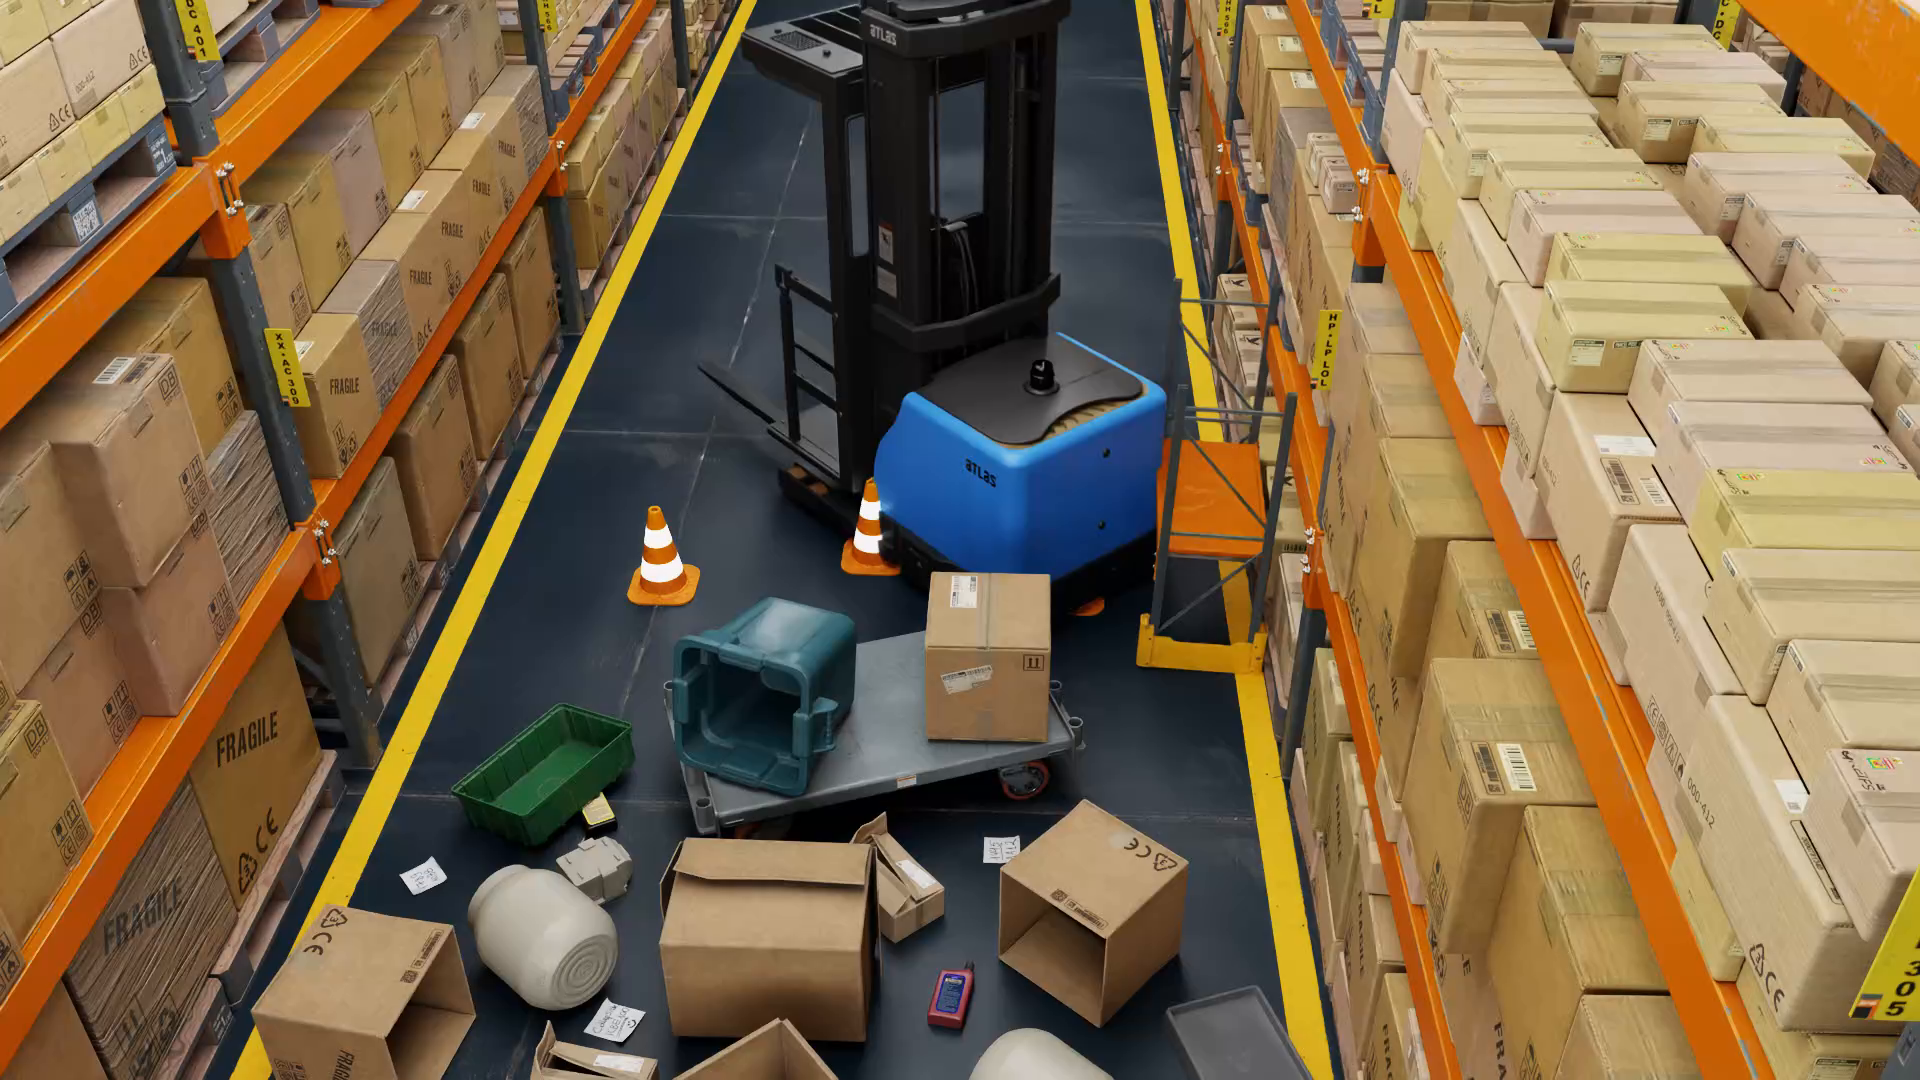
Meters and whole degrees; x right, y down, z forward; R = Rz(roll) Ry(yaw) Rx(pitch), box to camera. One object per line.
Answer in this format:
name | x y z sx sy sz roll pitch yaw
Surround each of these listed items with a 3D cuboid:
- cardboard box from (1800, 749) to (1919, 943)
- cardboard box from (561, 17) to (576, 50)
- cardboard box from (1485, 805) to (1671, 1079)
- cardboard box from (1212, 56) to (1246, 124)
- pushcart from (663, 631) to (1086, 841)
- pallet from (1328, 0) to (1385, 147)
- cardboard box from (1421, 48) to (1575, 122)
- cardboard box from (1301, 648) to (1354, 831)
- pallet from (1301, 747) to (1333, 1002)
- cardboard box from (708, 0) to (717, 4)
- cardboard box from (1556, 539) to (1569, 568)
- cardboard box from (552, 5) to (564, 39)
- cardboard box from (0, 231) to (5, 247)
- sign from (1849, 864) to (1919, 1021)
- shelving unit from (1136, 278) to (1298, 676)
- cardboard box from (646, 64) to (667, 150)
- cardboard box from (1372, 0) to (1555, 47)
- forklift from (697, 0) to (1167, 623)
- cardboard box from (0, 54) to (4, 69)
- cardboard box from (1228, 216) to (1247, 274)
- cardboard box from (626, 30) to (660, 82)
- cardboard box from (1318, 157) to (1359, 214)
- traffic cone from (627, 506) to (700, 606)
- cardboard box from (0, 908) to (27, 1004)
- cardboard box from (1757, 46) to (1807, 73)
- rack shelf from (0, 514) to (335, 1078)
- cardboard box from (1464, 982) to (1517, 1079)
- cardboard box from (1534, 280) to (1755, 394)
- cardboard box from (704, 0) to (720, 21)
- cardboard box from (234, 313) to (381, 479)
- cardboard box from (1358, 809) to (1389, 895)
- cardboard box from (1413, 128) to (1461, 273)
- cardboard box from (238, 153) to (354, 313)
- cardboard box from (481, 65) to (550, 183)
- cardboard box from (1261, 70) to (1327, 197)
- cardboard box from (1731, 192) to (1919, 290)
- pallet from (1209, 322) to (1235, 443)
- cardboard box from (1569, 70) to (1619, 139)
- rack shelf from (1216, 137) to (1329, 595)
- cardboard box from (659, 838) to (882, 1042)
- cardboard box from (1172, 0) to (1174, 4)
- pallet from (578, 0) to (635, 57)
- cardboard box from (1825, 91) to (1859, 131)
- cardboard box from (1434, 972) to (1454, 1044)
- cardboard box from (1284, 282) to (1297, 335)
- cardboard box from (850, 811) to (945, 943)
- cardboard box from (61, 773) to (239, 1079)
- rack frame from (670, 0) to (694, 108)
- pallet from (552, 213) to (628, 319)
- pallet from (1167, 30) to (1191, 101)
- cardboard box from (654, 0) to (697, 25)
cardboard box | 1.457 0.440 2.377 0.380 0.149 0.250 2 35 2
cardboard box | -2.649 -3.191 10.481 0.380 0.149 0.250 3 35 4
cardboard box | 1.569 0.931 3.547 0.700 0.500 0.500 2 35 2
cardboard box | 1.821 -2.740 10.116 0.500 0.250 0.500 0 35 0
pushcart | -0.381 0.843 7.169 1.648 0.377 0.936 -10 36 -14
pallet | 2.030 -1.709 6.073 1.213 0.211 1.003 1 35 2
cardboard box | 1.579 -1.334 4.901 0.380 0.149 0.250 2 35 3
cardboard box | 1.606 0.773 6.361 0.500 0.500 0.500 3 35 4
pallet | 1.908 1.321 6.632 1.003 0.211 1.213 1 35 2
cardboard box | -2.379 -4.931 14.959 0.380 0.149 0.250 1 35 2
cardboard box | 1.553 0.021 3.667 0.380 0.149 0.250 0 35 1
cardboard box | -2.661 -3.180 10.207 0.380 0.149 0.250 3 35 4
cardboard box | -2.787 -0.800 4.382 0.380 0.149 0.250 2 35 3
sign | 1.185 0.478 2.028 0.100 0.325 0.005 1 35 2
shelving unit | 1.188 -0.307 7.814 0.587 1.500 1.083 4 35 3
cardboard box | -2.529 -3.282 12.566 0.500 0.500 0.500 1 35 1
cardboard box | 1.778 -1.883 5.923 0.500 0.250 0.500 1 35 1
forklift | -0.327 -1.507 8.290 1.130 2.935 3.031 -25 42 -31
cardboard box | -2.778 -1.276 4.366 0.380 0.149 0.250 2 35 3
cardboard box | 2.171 -2.202 10.703 0.875 0.875 0.875 1 35 1
cardboard box | -2.541 -3.586 12.346 0.500 0.250 0.500 3 35 4
cardboard box | 1.707 -1.473 6.908 0.380 0.149 0.250 0 35 1
traffic cone | -1.488 0.040 8.237 0.336 0.463 0.334 1 35 2
cardboard box | -3.094 1.125 4.356 0.875 0.550 0.550 1 35 2
cardboard box | 6.909 -4.022 13.925 0.380 0.149 0.250 0 35 0
rack shelf | -3.131 1.181 5.033 1.077 0.370 4.000 1 35 2
cardboard box | 1.510 1.323 3.858 0.500 0.500 0.500 1 35 2
cardboard box | 1.485 -0.442 3.632 0.380 0.149 0.250 2 35 3
cardboard box | -2.382 -4.813 15.049 0.380 0.149 0.250 0 35 1
cardboard box | -2.761 -0.599 6.853 0.500 0.500 0.500 2 35 2
cardboard box | 1.514 1.028 5.434 0.380 0.149 0.250 3 35 5
cardboard box | 1.596 -0.951 4.703 0.500 0.250 0.500 1 35 1
cardboard box | -3.018 -1.294 6.971 0.700 0.500 0.500 1 35 1
cardboard box | -2.640 -2.337 9.325 0.500 0.500 0.500 1 35 2
cardboard box | 1.782 -1.981 8.195 0.500 0.500 0.500 2 35 3
cardboard box | 2.120 -0.723 4.032 0.380 0.149 0.250 2 35 2
pallet | 2.027 -0.915 9.814 1.003 0.211 1.213 1 35 2
cardboard box | 2.150 -1.233 5.105 0.500 0.250 0.500 1 35 1
rack shelf | 1.980 -1.061 8.223 1.077 0.370 4.000 1 35 2
cardboard box | -0.691 1.452 6.073 0.797 0.637 0.503 1 35 2
cardboard box | 2.426 -5.317 15.515 0.875 0.438 0.875 2 35 3
pallet | -2.852 -3.621 11.405 1.003 0.211 1.213 1 35 2
cardboard box | 6.925 -3.260 12.535 0.500 0.500 0.500 1 35 1
cardboard box | 1.521 1.238 4.544 0.380 0.149 0.250 1 35 1
cardboard box | 1.653 -1.024 7.397 0.380 0.149 0.250 2 35 2
cardboard box | -0.278 1.331 6.571 0.258 0.266 0.396 -24 42 -30
cardboard box | -3.178 1.313 5.702 0.875 0.875 0.875 2 35 2
rack frame | -2.730 -4.859 13.001 1.000 3.000 0.127 1 35 2
pallet | -2.857 -1.869 11.171 1.003 0.211 1.213 1 35 2
pallet | 2.329 -4.097 14.342 1.003 0.211 1.213 1 35 2
cardboard box | -2.438 -4.458 14.027 0.380 0.149 0.250 3 35 4
